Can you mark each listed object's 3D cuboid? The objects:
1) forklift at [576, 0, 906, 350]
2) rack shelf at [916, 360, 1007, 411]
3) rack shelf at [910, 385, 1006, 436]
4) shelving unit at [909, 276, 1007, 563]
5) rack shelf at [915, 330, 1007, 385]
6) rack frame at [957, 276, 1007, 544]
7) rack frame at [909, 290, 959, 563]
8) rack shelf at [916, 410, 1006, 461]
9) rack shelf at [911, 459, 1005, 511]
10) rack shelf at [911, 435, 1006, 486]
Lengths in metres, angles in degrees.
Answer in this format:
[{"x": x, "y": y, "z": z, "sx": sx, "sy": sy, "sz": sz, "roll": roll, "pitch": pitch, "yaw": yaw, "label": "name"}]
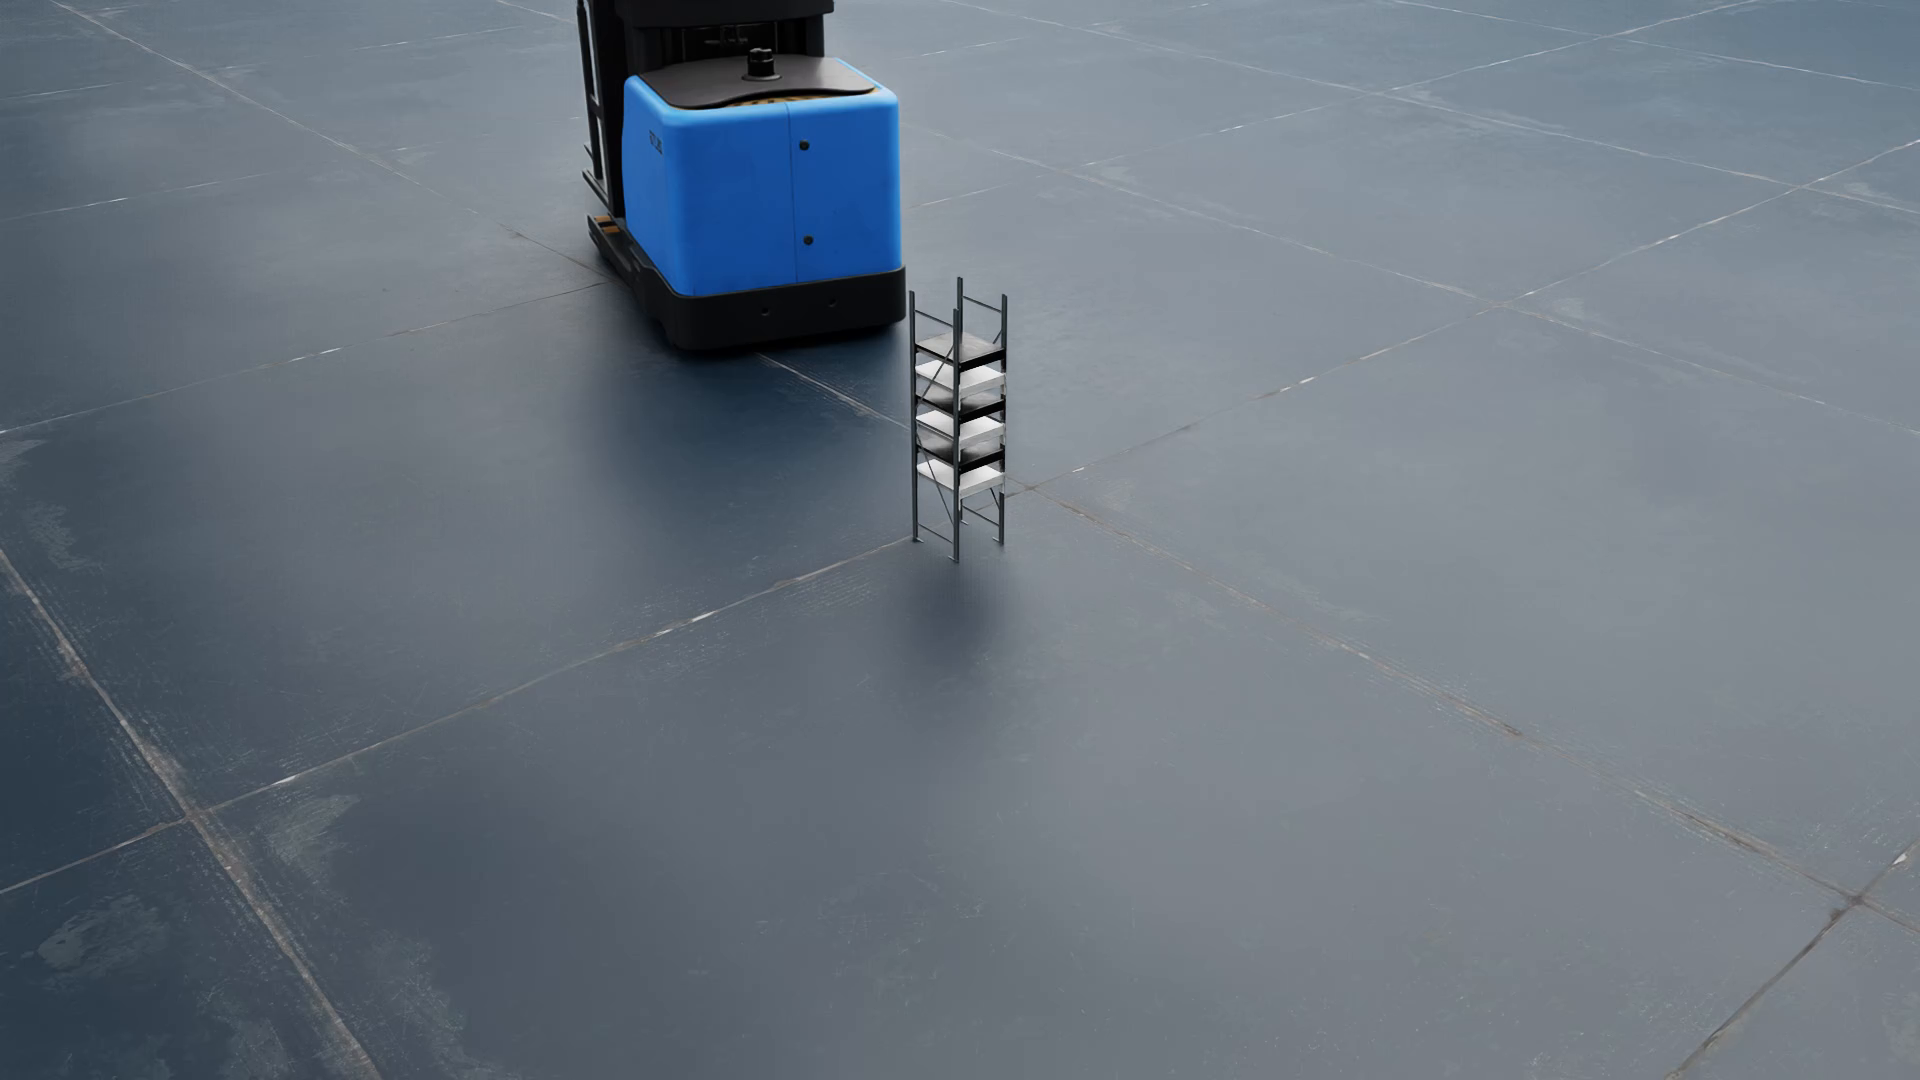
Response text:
[{"x": -1.268, "y": -2.778, "z": 7.839, "sx": 1.130, "sy": 2.935, "sz": 3.031, "roll": -11, "pitch": 30, "yaw": -19, "label": "forklift"}, {"x": -0.006, "y": -0.524, "z": 5.464, "sx": 0.200, "sy": 0.077, "sz": 0.258, "roll": -22, "pitch": 35, "yaw": -35, "label": "rack shelf"}, {"x": -0.006, "y": -0.444, "z": 5.507, "sx": 0.200, "sy": 0.077, "sz": 0.258, "roll": -22, "pitch": 35, "yaw": -35, "label": "rack shelf"}, {"x": -0.006, "y": -0.394, "z": 5.533, "sx": 0.210, "sy": 0.900, "sz": 0.258, "roll": -22, "pitch": 35, "yaw": -35, "label": "shelving unit"}, {"x": -0.006, "y": -0.603, "z": 5.422, "sx": 0.200, "sy": 0.077, "sz": 0.258, "roll": -22, "pitch": 35, "yaw": -35, "label": "rack shelf"}, {"x": 0.071, "y": -0.426, "z": 5.591, "sx": 0.006, "sy": 0.900, "sz": 0.240, "roll": -22, "pitch": 35, "yaw": -35, "label": "rack frame"}, {"x": -0.084, "y": -0.363, "z": 5.475, "sx": 0.006, "sy": 0.900, "sz": 0.240, "roll": -22, "pitch": 35, "yaw": -35, "label": "rack frame"}, {"x": -0.006, "y": -0.365, "z": 5.549, "sx": 0.200, "sy": 0.077, "sz": 0.258, "roll": -22, "pitch": 35, "yaw": -35, "label": "rack shelf"}, {"x": -0.006, "y": -0.206, "z": 5.634, "sx": 0.200, "sy": 0.077, "sz": 0.258, "roll": -22, "pitch": 35, "yaw": -35, "label": "rack shelf"}, {"x": -0.006, "y": -0.286, "z": 5.591, "sx": 0.200, "sy": 0.077, "sz": 0.258, "roll": -22, "pitch": 35, "yaw": -35, "label": "rack shelf"}]
